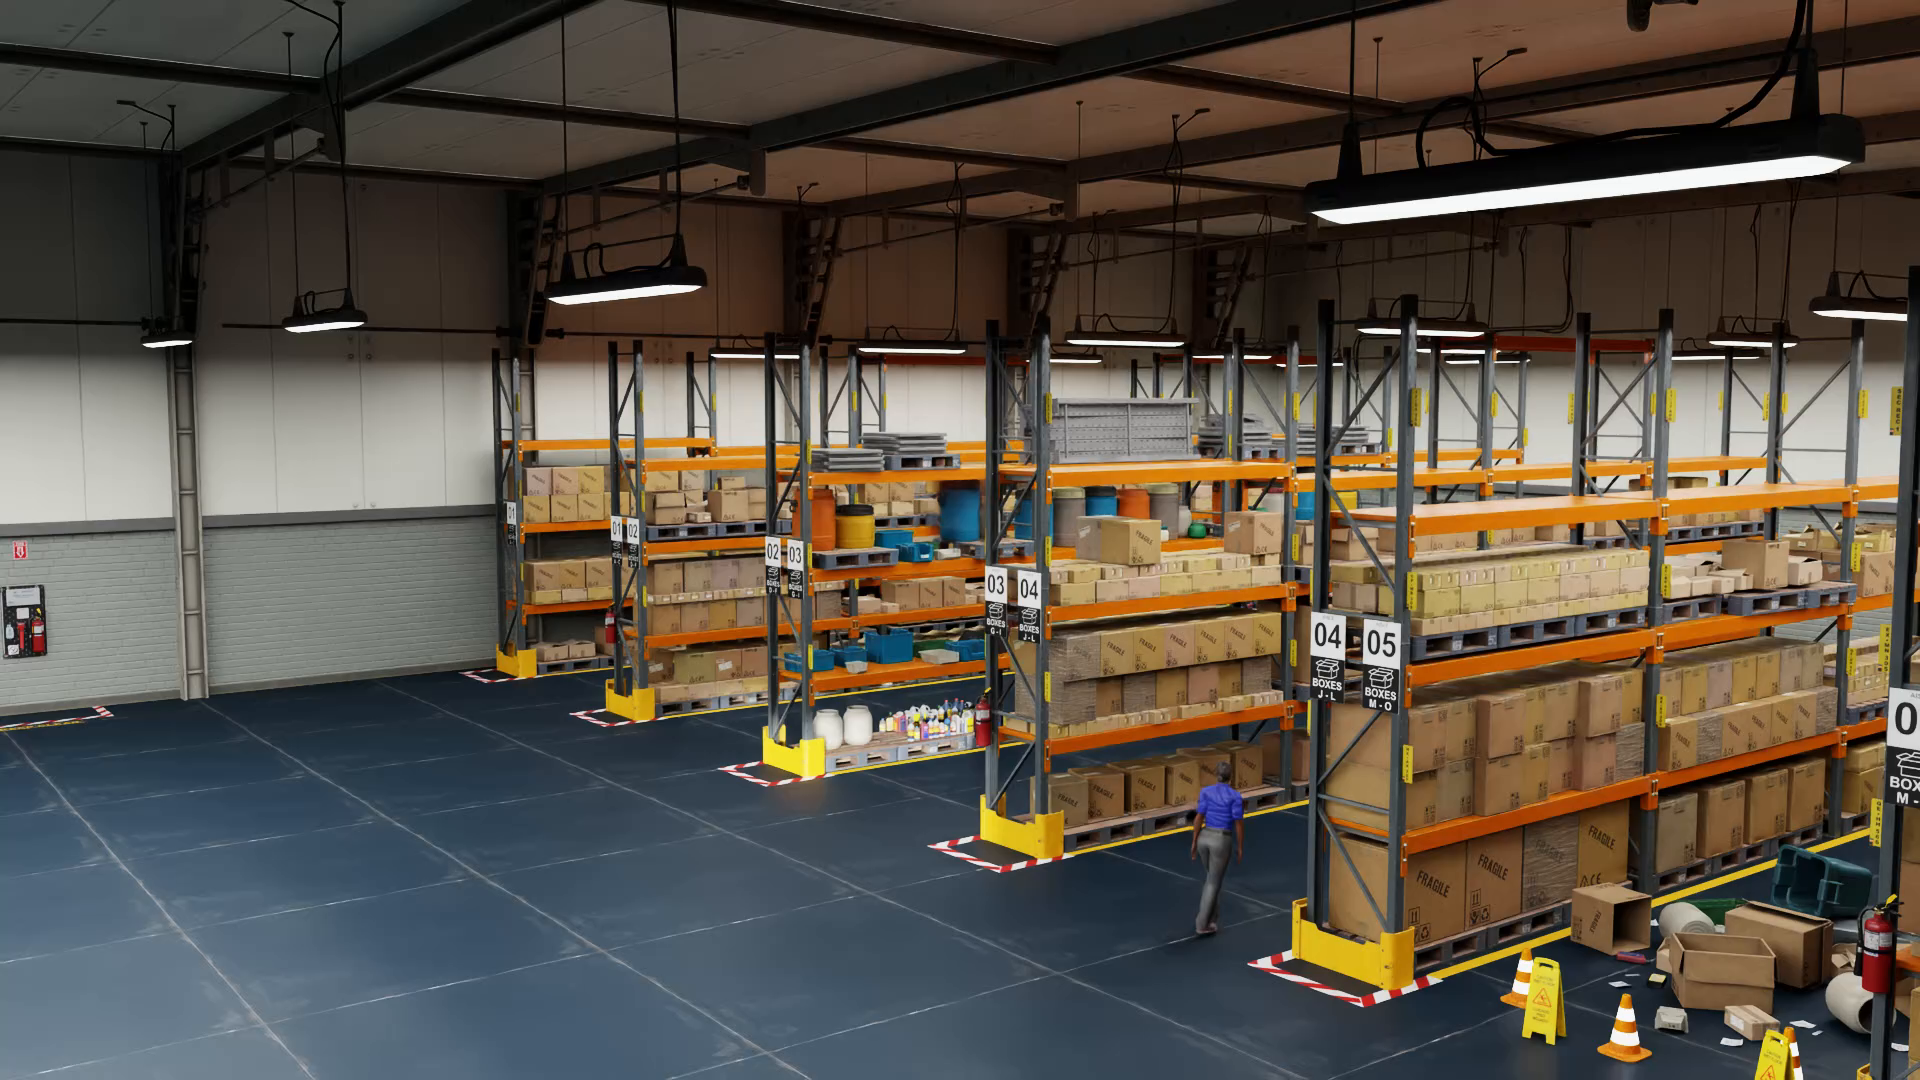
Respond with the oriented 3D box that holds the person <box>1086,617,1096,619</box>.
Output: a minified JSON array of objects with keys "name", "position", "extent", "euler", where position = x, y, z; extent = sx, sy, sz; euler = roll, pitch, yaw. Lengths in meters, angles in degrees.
[{"name":"person","position":[2.421,1.737,29.745],"extent":[1.082,1.611,0.466],"euler":[-4,7,-40]}]

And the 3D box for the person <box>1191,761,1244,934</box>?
[{"name":"person","position":[2.457,2.971,15.957],"extent":[0.452,1.703,0.581],"euler":[5,7,43]}]
